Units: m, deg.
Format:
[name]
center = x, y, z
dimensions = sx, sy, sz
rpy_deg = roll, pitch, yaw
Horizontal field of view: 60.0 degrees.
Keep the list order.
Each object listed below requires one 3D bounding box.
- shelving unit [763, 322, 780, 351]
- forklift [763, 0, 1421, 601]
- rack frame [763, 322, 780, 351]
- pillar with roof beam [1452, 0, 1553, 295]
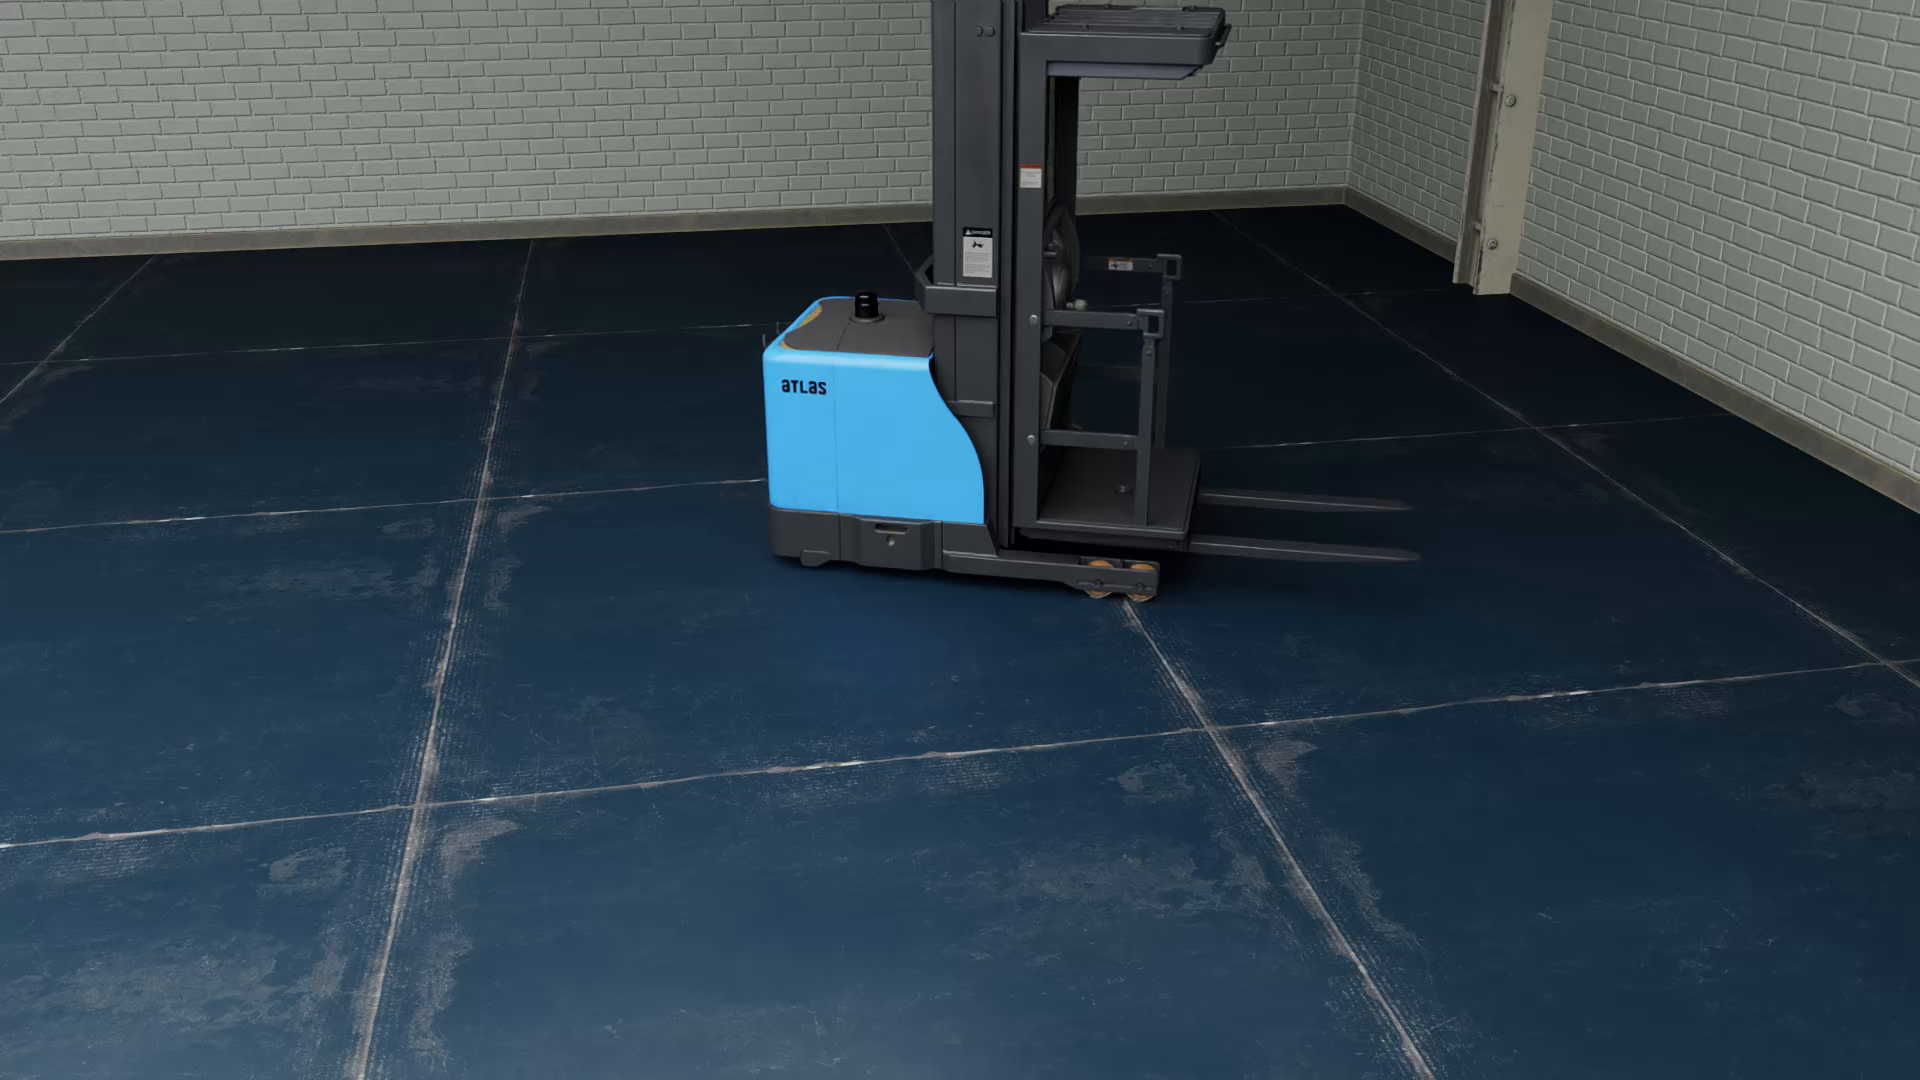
[shelving unit]
center = -0.862, -0.656, 8.629
dimensions = 0.210, 0.900, 0.258
rpy_deg = 5, 24, 11
[forklift]
center = 0.652, -1.296, 7.556
dimensions = 3.031, 2.935, 1.130
rpy_deg = 4, 24, 10
[rack frame]
center = -0.962, -0.665, 8.648
dimensions = 0.006, 0.900, 0.240
rpy_deg = 5, 24, 11
[pillar with roof beam]
center = -0.253, -5.730, 10.127
dimensions = 9.100, 9.000, 0.400
rpy_deg = -4, 24, -10
